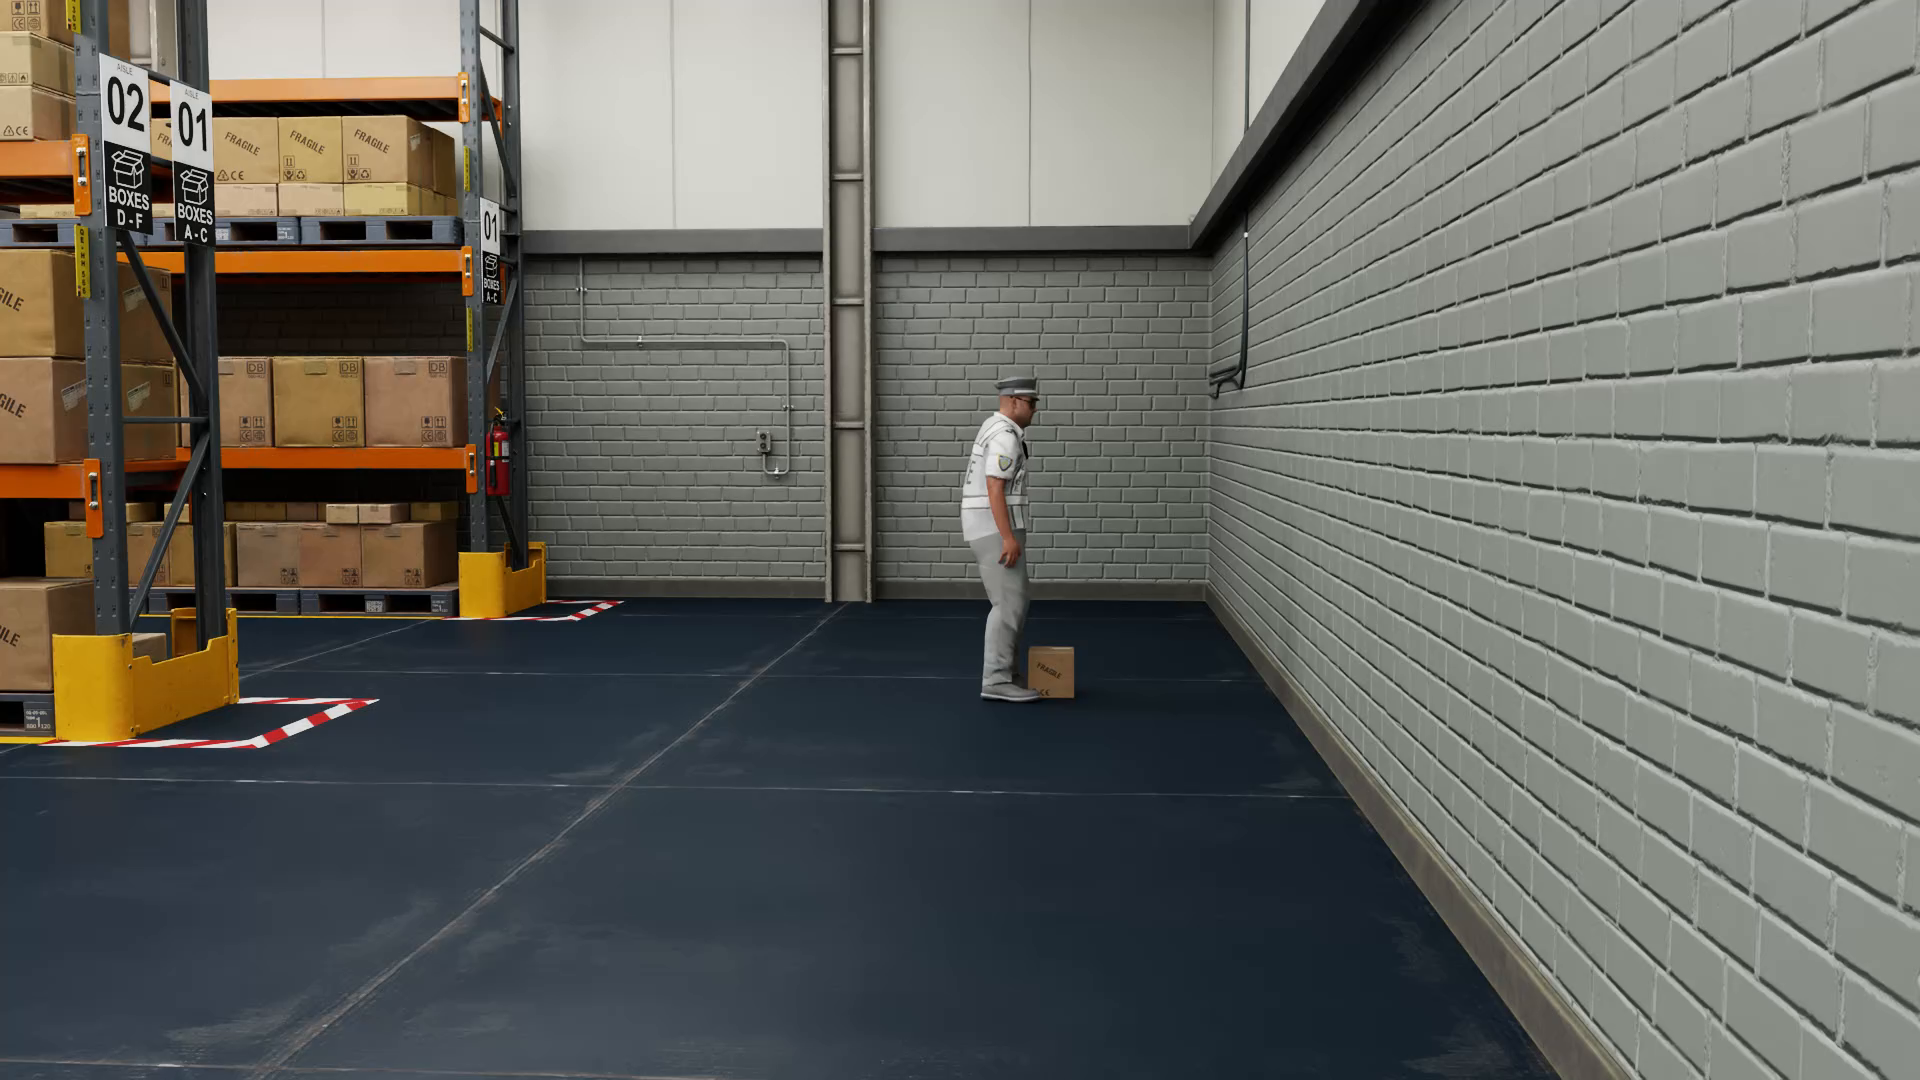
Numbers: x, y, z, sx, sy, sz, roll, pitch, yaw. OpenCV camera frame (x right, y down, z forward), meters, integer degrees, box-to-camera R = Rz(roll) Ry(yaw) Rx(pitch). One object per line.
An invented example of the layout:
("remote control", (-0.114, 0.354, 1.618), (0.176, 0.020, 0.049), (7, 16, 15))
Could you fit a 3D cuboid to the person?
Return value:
("person", (0.246, -0.021, 9.109), (0.480, 1.746, 0.593), (0, 4, 1))
